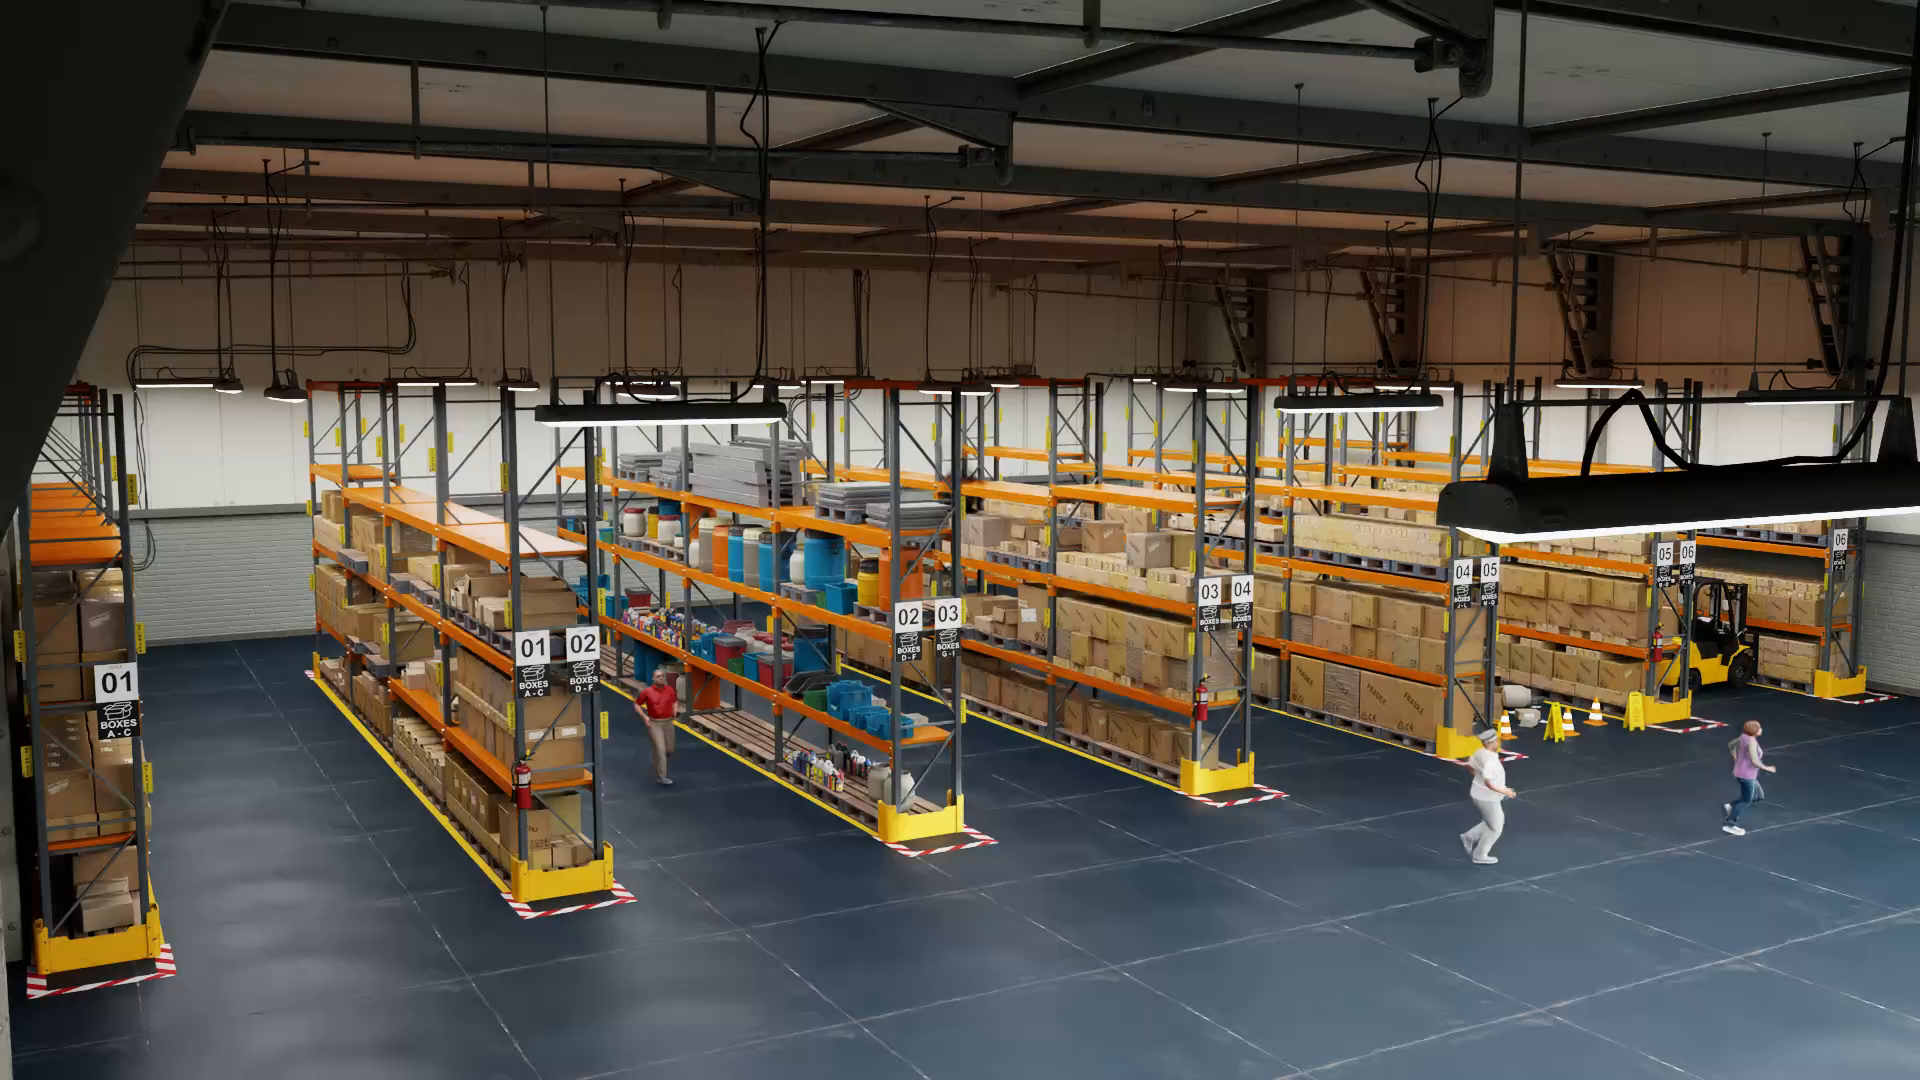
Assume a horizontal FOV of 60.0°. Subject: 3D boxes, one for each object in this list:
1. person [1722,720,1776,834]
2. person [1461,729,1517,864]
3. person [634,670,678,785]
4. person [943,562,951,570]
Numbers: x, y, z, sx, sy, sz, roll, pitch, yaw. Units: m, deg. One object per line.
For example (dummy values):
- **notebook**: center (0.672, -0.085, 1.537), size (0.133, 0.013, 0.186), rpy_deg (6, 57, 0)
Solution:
- **person**: center (10.633, 3.188, 22.413), size (0.630, 1.543, 0.567), rpy_deg (1, 6, 12)
- **person**: center (6.697, 3.233, 21.006), size (0.555, 1.736, 0.640), rpy_deg (0, 6, 1)
- **person**: center (-4.573, 2.809, 25.227), size (0.675, 1.689, 0.830), rpy_deg (-4, 7, -36)
- **person**: center (-0.454, 1.108, 41.498), size (0.643, 1.679, 0.761), rpy_deg (6, 8, 43)
